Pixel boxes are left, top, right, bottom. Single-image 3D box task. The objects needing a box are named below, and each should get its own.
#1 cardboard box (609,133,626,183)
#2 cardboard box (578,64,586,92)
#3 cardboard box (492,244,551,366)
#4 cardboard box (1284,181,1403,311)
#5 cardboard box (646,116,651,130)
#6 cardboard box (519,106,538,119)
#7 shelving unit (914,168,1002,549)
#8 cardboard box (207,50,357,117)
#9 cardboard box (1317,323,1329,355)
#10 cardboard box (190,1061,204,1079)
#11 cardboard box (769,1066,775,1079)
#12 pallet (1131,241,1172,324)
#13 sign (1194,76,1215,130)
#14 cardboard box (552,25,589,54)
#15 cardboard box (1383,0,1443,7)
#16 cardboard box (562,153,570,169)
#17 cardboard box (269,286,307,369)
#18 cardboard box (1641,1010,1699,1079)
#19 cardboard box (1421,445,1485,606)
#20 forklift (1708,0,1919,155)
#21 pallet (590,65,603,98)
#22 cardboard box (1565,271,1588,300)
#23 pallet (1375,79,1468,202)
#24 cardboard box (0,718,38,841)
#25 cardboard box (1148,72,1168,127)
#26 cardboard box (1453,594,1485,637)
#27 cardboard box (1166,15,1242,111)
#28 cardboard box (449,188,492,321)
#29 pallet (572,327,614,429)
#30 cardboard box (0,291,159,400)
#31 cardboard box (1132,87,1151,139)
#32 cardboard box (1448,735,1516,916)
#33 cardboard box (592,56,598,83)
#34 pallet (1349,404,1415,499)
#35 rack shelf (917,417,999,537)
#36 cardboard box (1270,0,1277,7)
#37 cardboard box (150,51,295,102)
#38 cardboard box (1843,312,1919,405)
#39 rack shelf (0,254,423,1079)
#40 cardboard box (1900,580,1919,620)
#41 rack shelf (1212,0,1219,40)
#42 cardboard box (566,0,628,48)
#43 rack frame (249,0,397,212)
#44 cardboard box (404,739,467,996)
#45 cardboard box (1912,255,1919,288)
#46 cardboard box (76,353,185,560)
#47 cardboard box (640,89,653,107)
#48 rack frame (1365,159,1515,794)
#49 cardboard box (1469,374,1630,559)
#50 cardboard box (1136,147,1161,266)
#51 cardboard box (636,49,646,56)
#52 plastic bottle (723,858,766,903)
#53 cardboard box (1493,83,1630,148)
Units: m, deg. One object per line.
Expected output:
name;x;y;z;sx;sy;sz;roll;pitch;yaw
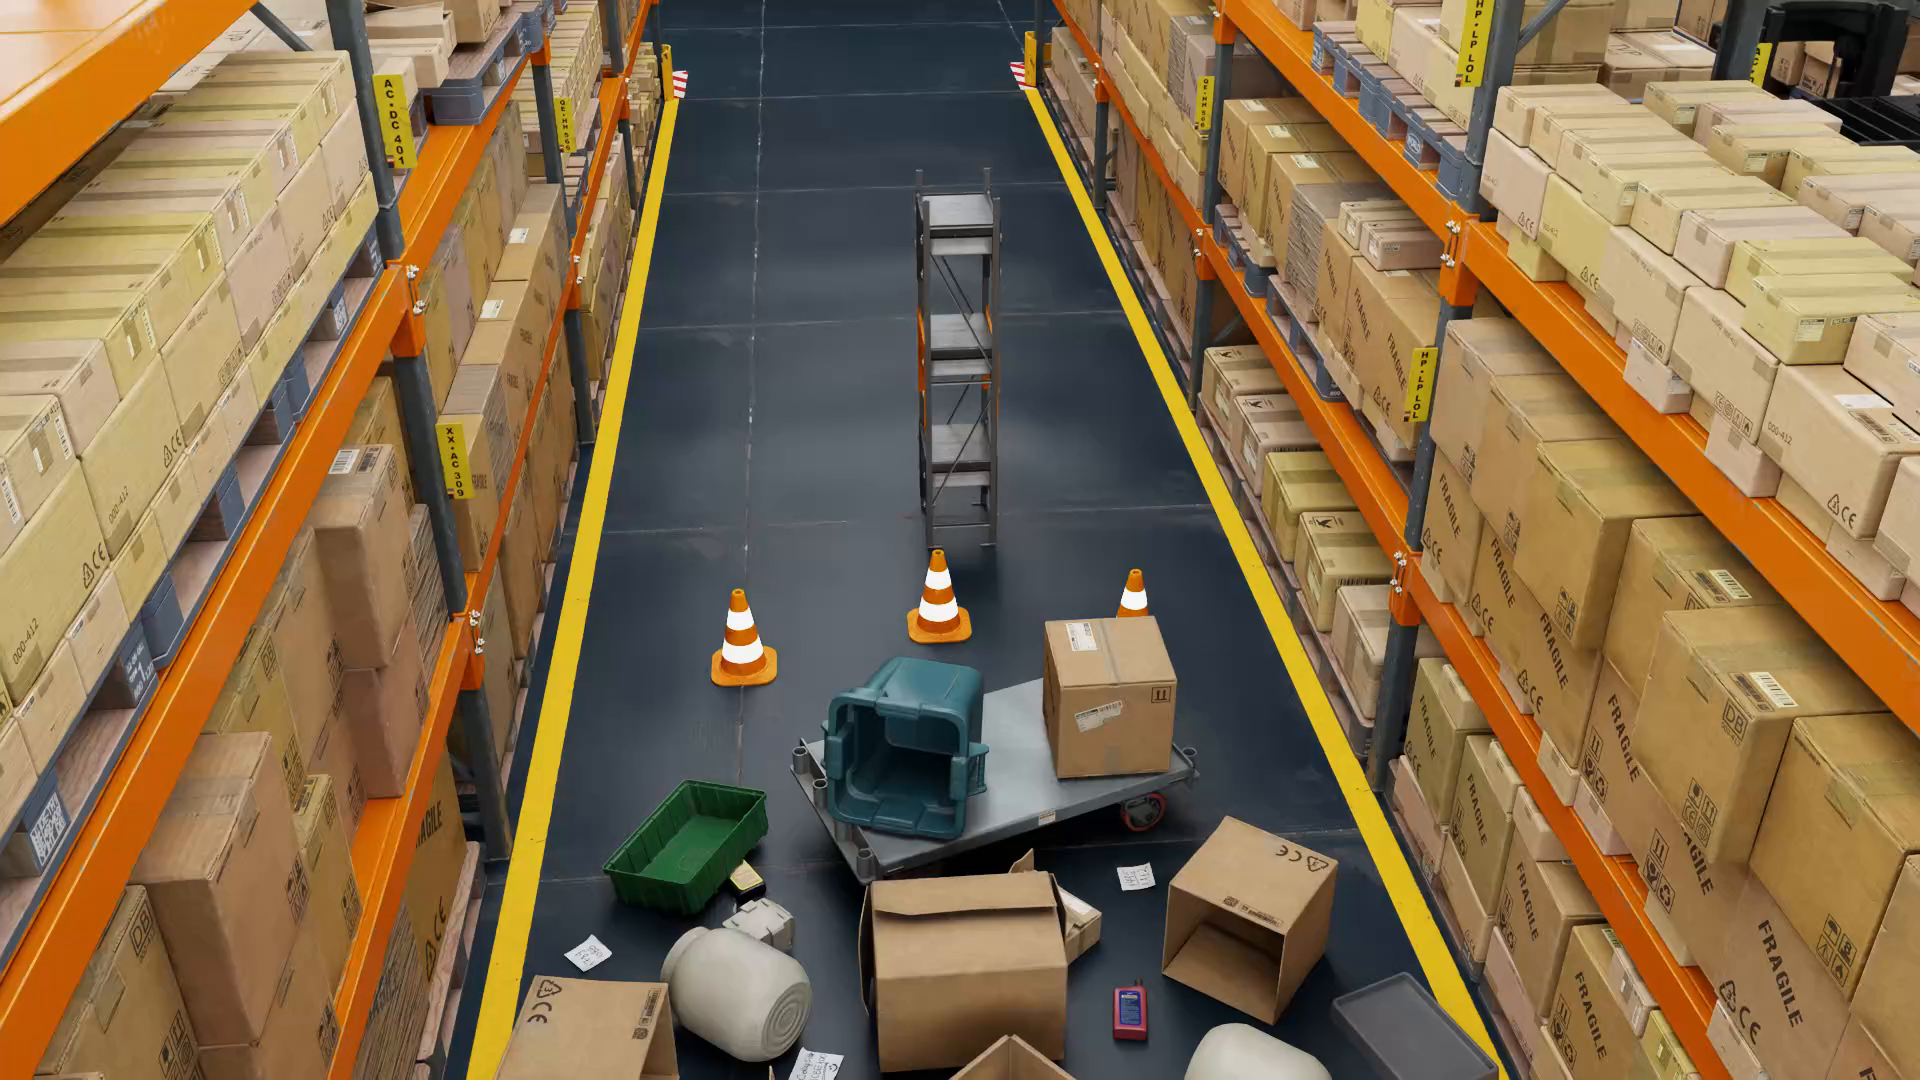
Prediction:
cardboard box;-2.925;-3.015;13.170;0.500;0.250;0.500;-4;31;-6
cardboard box;-2.886;-3.288;11.875;0.380;0.149;0.250;-3;31;-4
cardboard box;-2.471;-1.228;8.783;0.500;0.500;0.500;-3;31;-5
cardboard box;2.009;-1.519;8.571;0.500;0.500;0.500;-4;31;-6
cardboard box;-3.172;-4.035;15.952;0.380;0.149;0.250;-2;31;-4
cardboard box;-2.751;-2.622;10.471;0.380;0.149;0.250;-4;31;-6
shelving unit;-0.015;-0.986;9.354;0.431;2.100;0.503;-3;31;-5
cardboard box;-2.147;-1.444;5.278;0.380;0.149;0.250;-3;31;-5
cardboard box;2.016;-1.002;8.338;0.380;0.149;0.250;-3;31;-5
cardboard box;-2.278;1.641;3.932;0.875;0.550;0.550;-3;31;-5
cardboard box;-0.505;2.093;5.987;0.396;0.266;0.258;2;31;4
pallet;1.937;-2.031;12.945;1.003;0.211;1.213;-3;31;-5
sign;1.494;-2.670;10.166;0.100;0.325;0.005;-3;31;-5
cardboard box;-2.942;-3.683;12.247;0.380;0.149;0.250;-3;31;-5
cardboard box;2.122;-2.587;7.480;0.500;0.250;0.500;-2;31;-4
cardboard box;-2.764;-2.497;10.842;0.380;0.149;0.250;-1;31;-2
cardboard box;-2.051;-0.584;4.616;0.380;0.149;0.250;-2;31;-4
cardboard box;2.338;1.574;5.098;0.380;0.149;0.250;-2;31;-4
cardboard box;2.184;-0.091;6.590;0.500;0.500;0.500;-3;31;-5
forklift;4.600;-1.316;9.095;1.130;2.935;3.031;-3;31;-4
pallet;-3.320;-3.475;12.830;1.003;0.211;1.213;-3;31;-5
cardboard box;2.307;-0.910;5.669;0.380;0.149;0.250;-3;31;-5
pallet;2.468;-1.686;6.906;1.213;0.211;1.003;-3;31;-5
cardboard box;-1.863;0.449;2.887;0.380;0.149;0.250;-2;31;-4
cardboard box;1.628;-3.108;11.688;0.500;0.250;0.500;-4;31;-6
cardboard box;2.205;0.252;6.648;0.380;0.149;0.250;-2;31;-3
cardboard box;1.681;-3.186;11.087;0.500;0.500;0.500;-2;31;-4
cardboard box;-2.694;-1.374;8.052;0.700;0.500;0.500;-3;31;-5
pallet;-2.944;-1.114;11.409;1.003;0.211;1.213;-3;31;-5
cardboard box;-1.957;-0.408;3.543;0.380;0.149;0.250;-3;31;-5
cardboard box;1.570;-3.159;12.260;0.500;0.250;0.500;-3;31;-5
cardboard box;2.268;1.107;6.513;0.500;0.500;0.500;-2;31;-3
cardboard box;-2.966;-3.573;12.643;0.380;0.149;0.250;-3;31;-5
pallet;2.494;-0.473;7.805;1.003;0.211;1.213;-3;31;-5
rack shelf;-0.015;-0.373;9.719;0.431;0.518;0.480;-3;31;-5
cardboard box;1.930;-3.132;9.274;0.396;0.266;0.258;-3;31;-5
cardboard box;-2.724;-1.669;6.334;0.500;0.250;0.500;-2;31;-4
cardboard box;2.454;-0.452;4.124;0.380;0.149;0.250;-4;31;-6
rack shelf;-2.312;0.172;4.313;1.077;0.370;4.000;-3;31;-5
cardboard box;2.478;0.140;3.911;0.380;0.149;0.250;-3;31;-4
rack shelf;1.859;-4.201;11.635;1.077;0.370;4.000;-3;31;-5
cardboard box;-3.042;-4.390;13.787;0.500;0.500;0.500;-3;31;-5
rack frame;-2.499;-2.445;5.069;1.000;3.000;0.127;-3;31;-5
cardboard box;-2.510;1.187;6.501;0.875;0.875;0.875;-2;31;-4
cardboard box;2.907;-0.742;4.610;0.380;0.149;0.250;-2;31;-4
cardboard box;-2.011;-0.177;3.546;0.500;0.250;0.500;-3;31;-5
cardboard box;-3.175;-4.296;16.098;0.380;0.149;0.250;-2;31;-4
rack frame;2.420;-0.159;7.091;1.000;3.000;0.127;-3;31;-5
cardboard box;2.271;-0.262;5.901;0.700;0.500;0.500;-3;31;-4
cardboard box;1.902;-2.738;13.071;0.875;0.875;0.875;-2;31;-3
cardboard box;-3.352;-4.819;16.684;0.380;0.149;0.250;-2;31;-4
plastic bottle;-0.970;1.460;7.246;0.133;0.061;0.283;-20;36;-30
cardboard box;2.125;-1.504;5.886;0.380;0.149;0.250;-3;31;-5
